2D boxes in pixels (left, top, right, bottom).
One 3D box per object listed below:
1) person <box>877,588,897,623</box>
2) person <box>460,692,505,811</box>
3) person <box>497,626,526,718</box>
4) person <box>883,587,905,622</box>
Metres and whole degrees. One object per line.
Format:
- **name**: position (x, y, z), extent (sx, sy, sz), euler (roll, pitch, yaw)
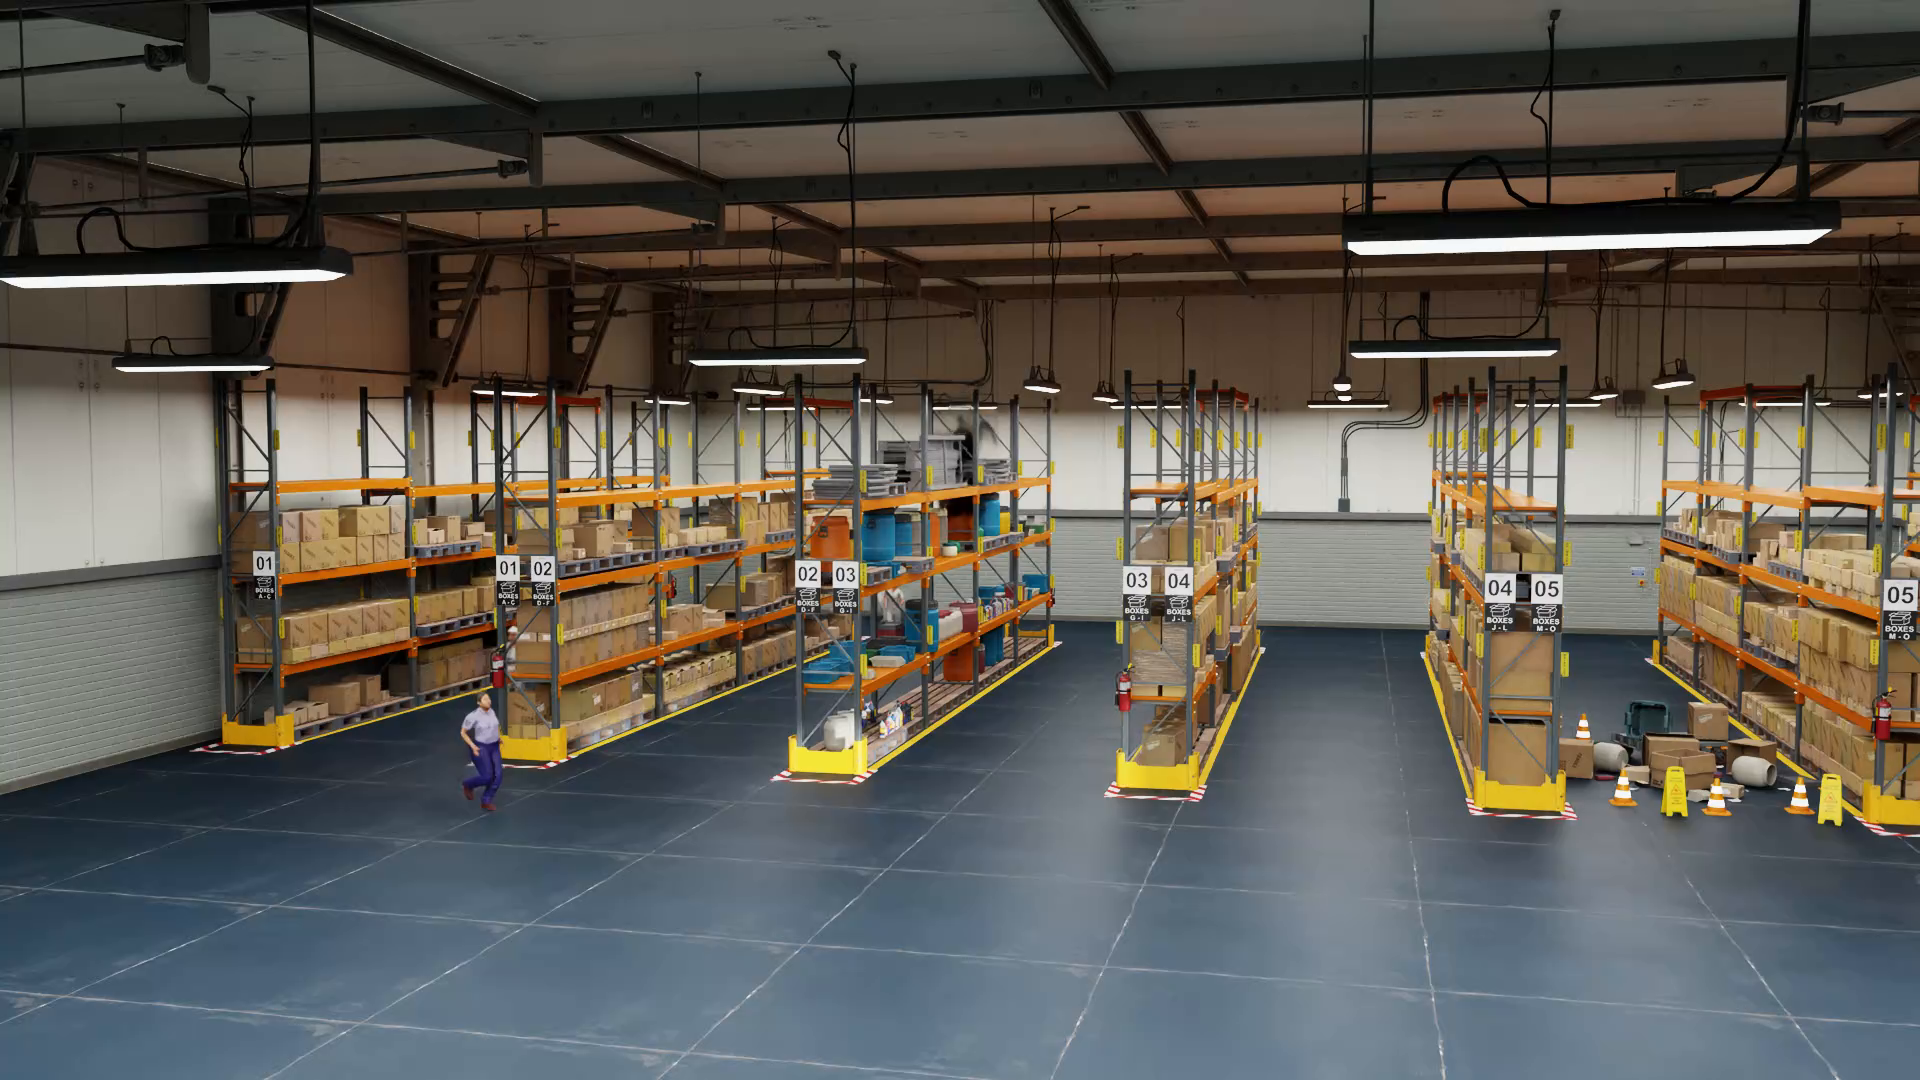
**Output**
- **person**: position (-1.884, 1.644, 42.517), extent (0.645, 1.725, 0.737), euler (-3, 4, -37)
- **person**: position (-6.453, 2.868, 22.539), extent (0.552, 1.588, 0.617), euler (2, 4, 32)
- **person**: position (-7.647, 2.399, 28.444), extent (0.645, 1.848, 0.790), euler (0, 3, 5)
- **person**: position (-1.605, 1.775, 40.260), extent (0.537, 1.682, 1.104), euler (0, 3, -2)
